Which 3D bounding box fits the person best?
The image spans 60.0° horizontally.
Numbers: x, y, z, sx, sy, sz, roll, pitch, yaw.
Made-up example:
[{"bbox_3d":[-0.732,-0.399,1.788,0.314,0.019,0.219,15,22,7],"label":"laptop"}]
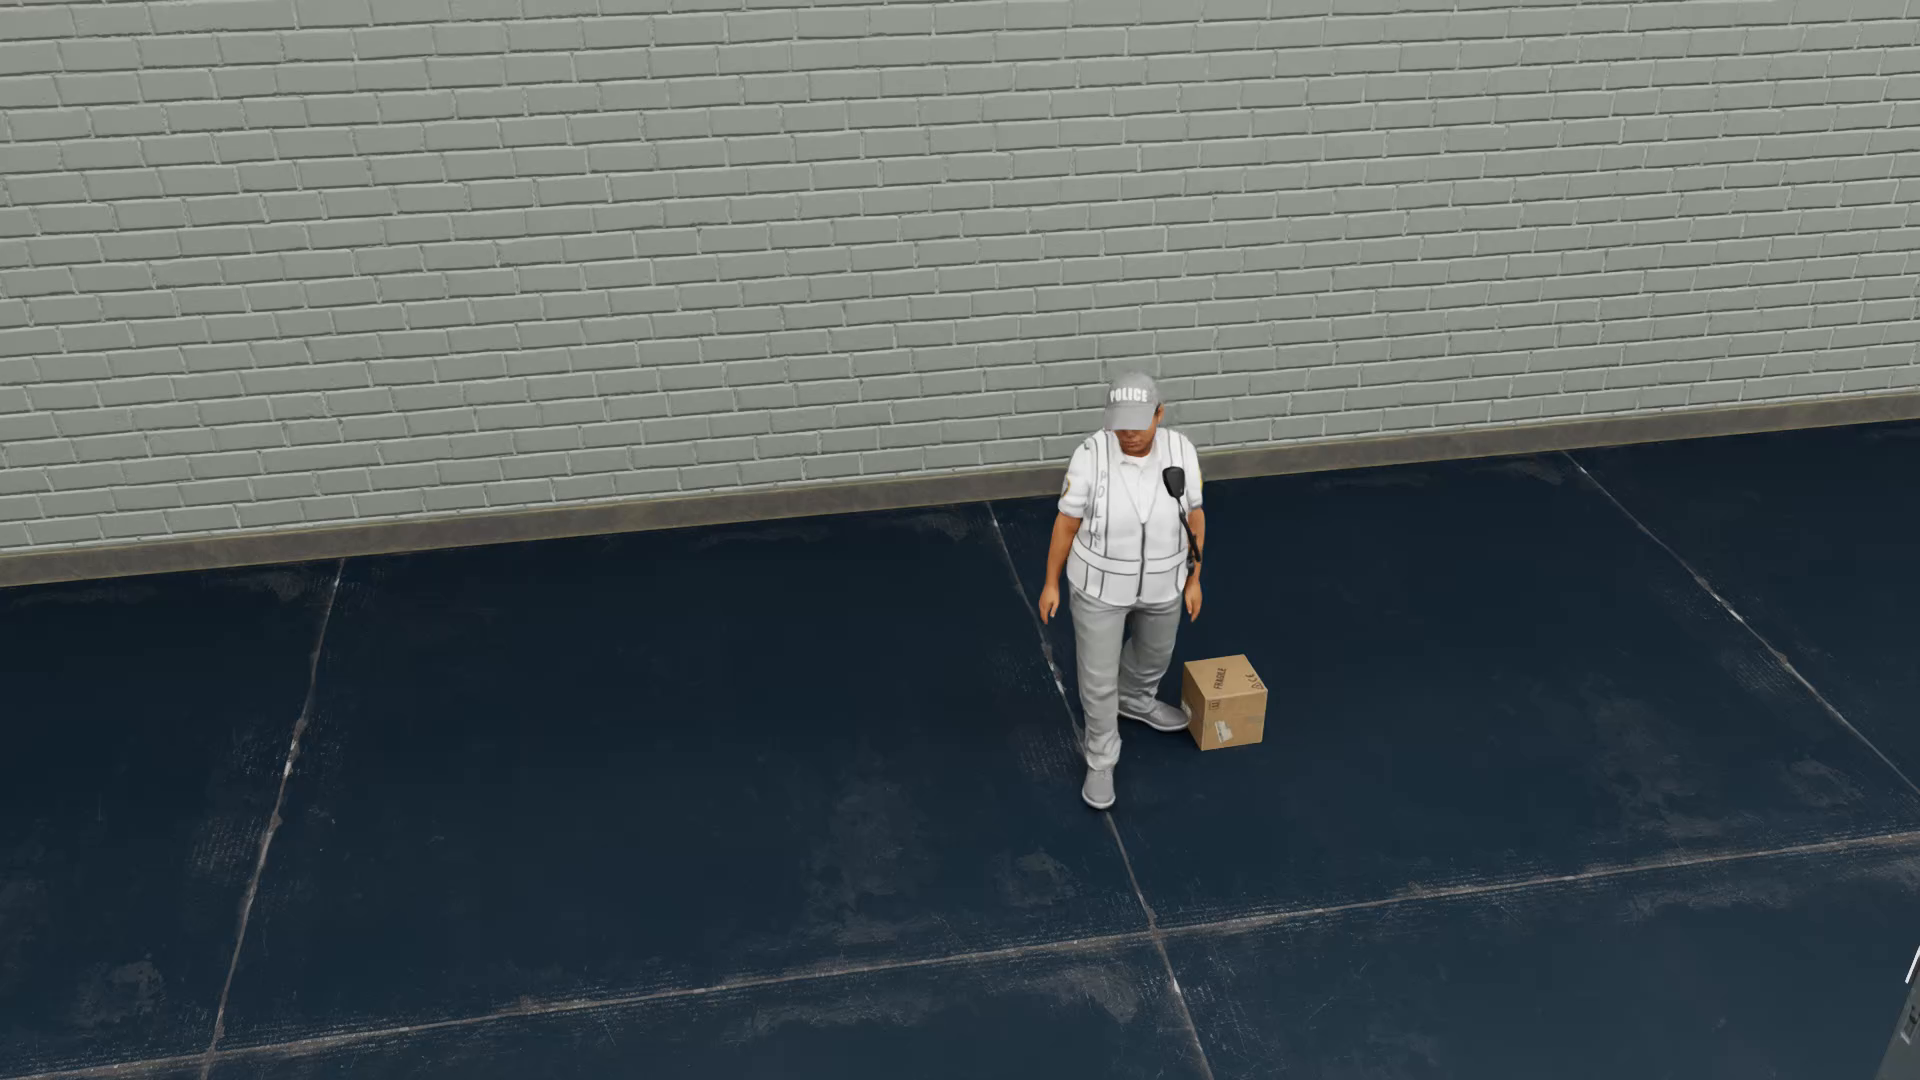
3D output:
[{"bbox_3d":[0.600,0.128,5.915,0.645,1.649,0.596,-5,31,-8],"label":"person"}]
